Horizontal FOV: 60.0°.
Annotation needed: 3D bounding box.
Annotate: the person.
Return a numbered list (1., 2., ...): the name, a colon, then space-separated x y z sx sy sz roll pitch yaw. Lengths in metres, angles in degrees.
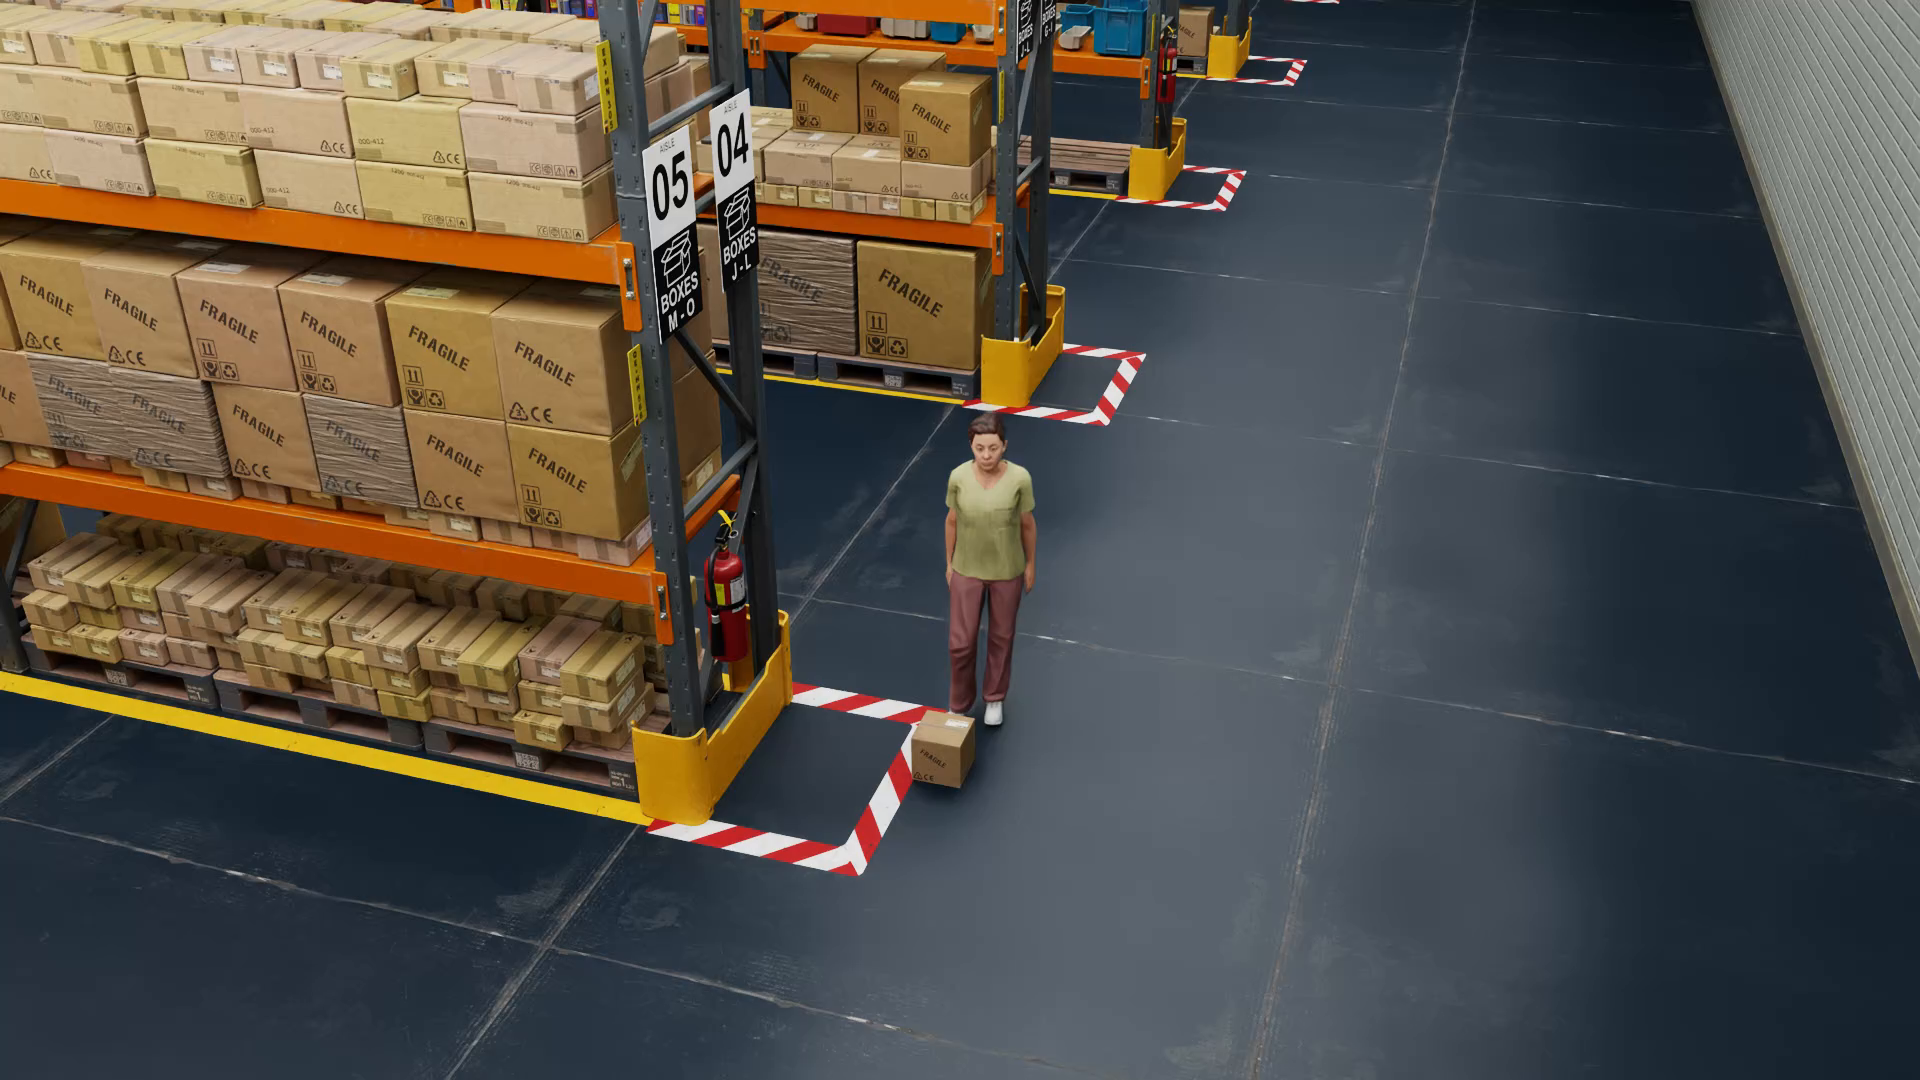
1. person: 0.146 0.186 8.189 0.455 1.699 0.447 1 29 2
